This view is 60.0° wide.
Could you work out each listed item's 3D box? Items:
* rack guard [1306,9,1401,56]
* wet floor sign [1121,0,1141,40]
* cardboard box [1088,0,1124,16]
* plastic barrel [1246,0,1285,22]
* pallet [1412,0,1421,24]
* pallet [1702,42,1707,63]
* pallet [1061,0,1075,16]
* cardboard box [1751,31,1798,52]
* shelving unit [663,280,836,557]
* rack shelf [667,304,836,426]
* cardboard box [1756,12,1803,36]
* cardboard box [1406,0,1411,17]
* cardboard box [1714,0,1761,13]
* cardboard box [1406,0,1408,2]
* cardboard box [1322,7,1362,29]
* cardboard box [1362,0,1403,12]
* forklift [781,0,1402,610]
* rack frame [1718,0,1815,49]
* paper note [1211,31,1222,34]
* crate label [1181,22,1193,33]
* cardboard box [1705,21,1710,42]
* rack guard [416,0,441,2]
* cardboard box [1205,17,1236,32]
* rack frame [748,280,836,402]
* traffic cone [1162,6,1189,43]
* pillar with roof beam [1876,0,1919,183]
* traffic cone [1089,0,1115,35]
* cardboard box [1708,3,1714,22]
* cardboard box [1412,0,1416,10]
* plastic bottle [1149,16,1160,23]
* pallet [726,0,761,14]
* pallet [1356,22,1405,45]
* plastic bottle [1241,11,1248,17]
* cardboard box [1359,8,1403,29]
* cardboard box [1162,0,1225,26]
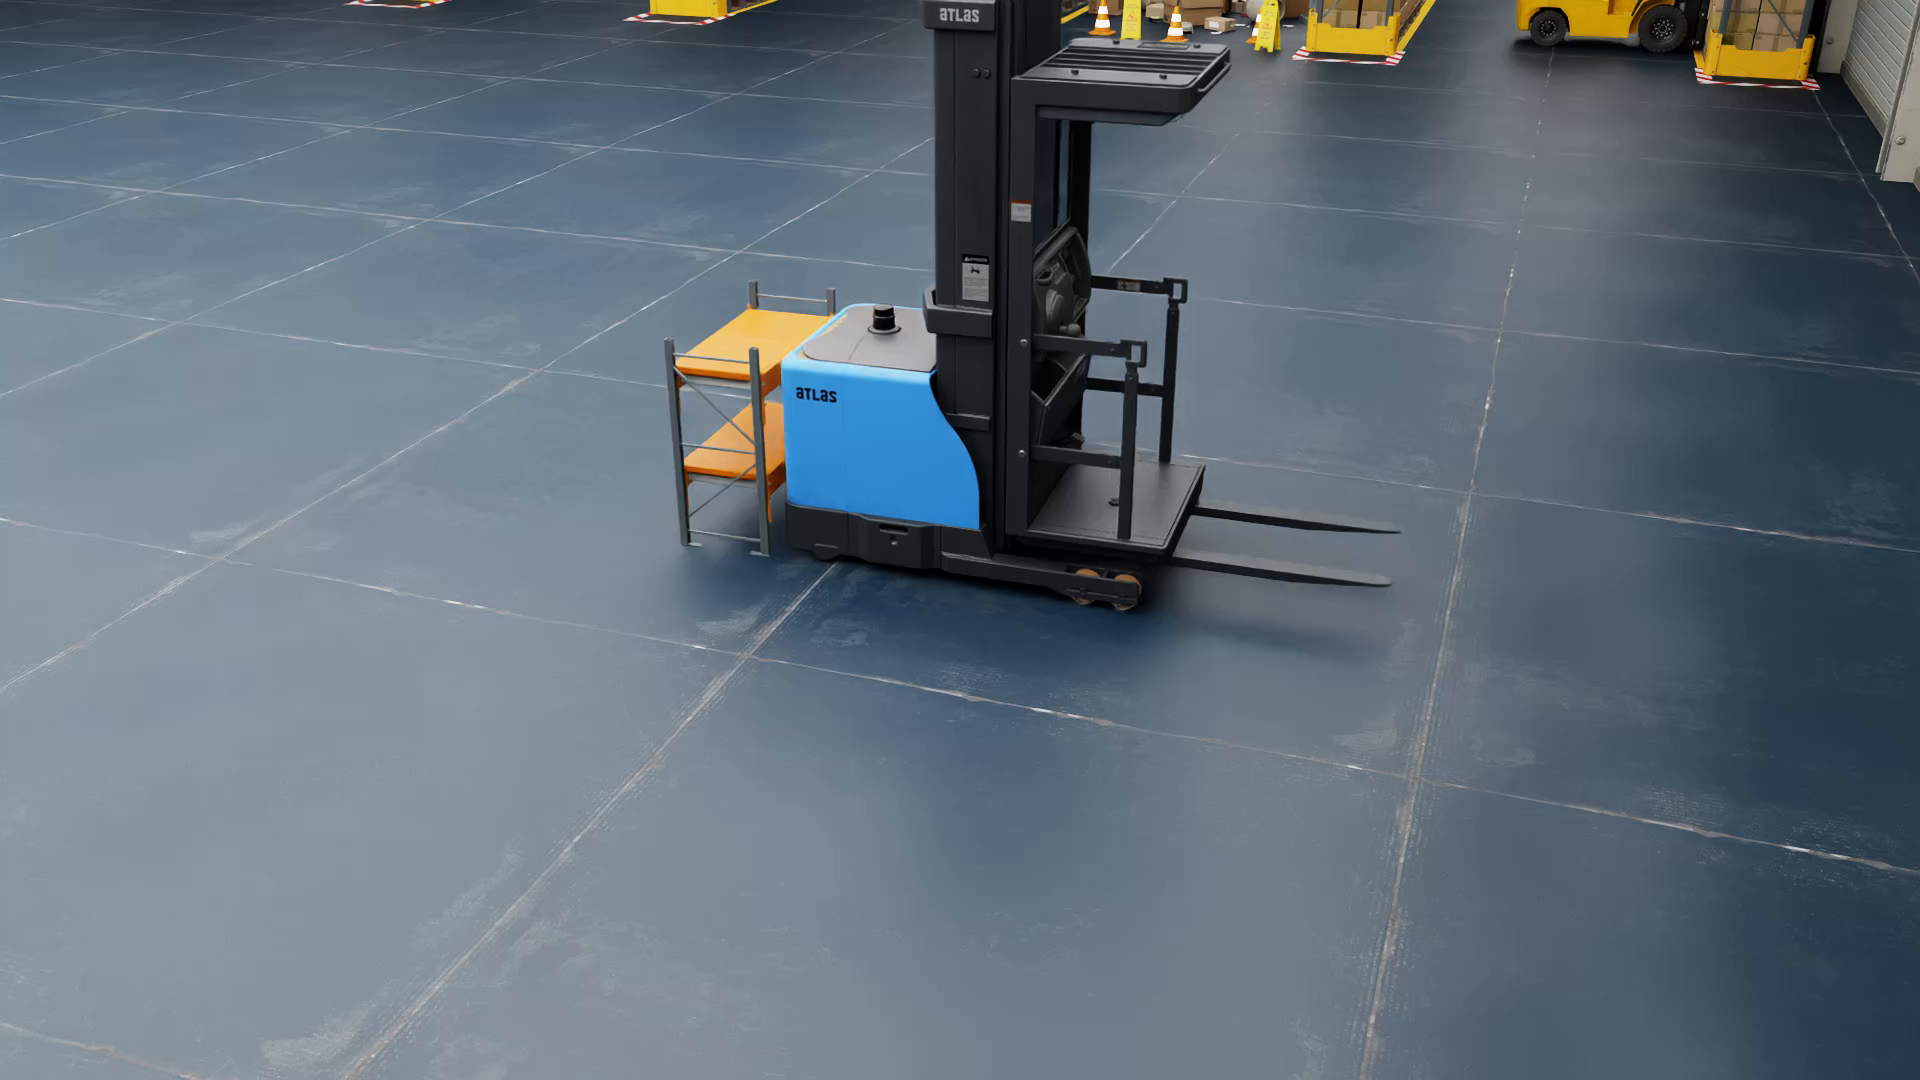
[{"bbox_3d":[5.232,-6.766,22.151,1.175,0.500,0.348,9,27,17],"label":"rack guard"},{"bbox_3d":[2.363,-7.178,22.834,0.267,0.644,0.232,4,26,8],"label":"wet floor sign"},{"bbox_3d":[2.288,-8.270,25.253,0.500,0.500,0.500,14,29,26],"label":"cardboard box"},{"bbox_3d":[4.467,-7.769,24.310,0.421,0.421,0.512,-14,29,-27],"label":"plastic barrel"},{"bbox_3d":[6.348,-7.968,24.964,1.003,0.211,1.213,9,27,17],"label":"pallet"},{"bbox_3d":[10.104,-6.207,21.328,1.003,0.211,1.213,9,27,17],"label":"pallet"},{"bbox_3d":[1.106,-8.121,25.281,1.003,0.211,1.213,9,27,17],"label":"pallet"},{"bbox_3d":[10.237,-6.267,20.924,0.500,0.250,0.500,9,27,18],"label":"cardboard box"},{"bbox_3d":[-1.067,-0.669,8.837,0.538,1.125,1.048,8,27,16],"label":"shelving unit"},{"bbox_3d":[-1.068,-0.932,8.710,0.538,0.278,1.000,8,27,16],"label":"rack shelf"},{"bbox_3d":[10.242,-6.481,20.794,0.500,0.250,0.500,9,27,18],"label":"cardboard box"},{"bbox_3d":[6.083,-7.538,23.549,0.500,0.250,0.500,11,28,21],"label":"cardboard box"},{"bbox_3d":[9.748,-6.778,20.833,0.500,0.250,0.500,10,27,19],"label":"cardboard box"},{"bbox_3d":[6.088,-7.871,23.377,0.500,0.500,0.500,9,27,18],"label":"cardboard box"},{"bbox_3d":[5.230,-7.193,22.837,0.500,0.250,0.500,9,27,17],"label":"cardboard box"},{"bbox_3d":[5.744,-7.450,22.508,0.500,0.500,0.500,8,27,16],"label":"cardboard box"},{"bbox_3d":[0.679,-1.242,7.953,3.031,2.935,1.130,8,27,16],"label":"forklift"},{"bbox_3d":[9.889,-7.142,20.058,1.000,3.000,0.127,9,27,17],"label":"rack frame"},{"bbox_3d":[3.645,-7.201,23.588,0.148,0.019,0.142,0,26,-1],"label":"paper note"},{"bbox_3d":[3.177,-7.289,23.647,0.250,0.136,0.298,-5,26,-9],"label":"crate label"},{"bbox_3d":[9.922,-6.535,21.479,0.500,0.250,0.500,9,27,17],"label":"cardboard box"},{"bbox_3d":[-8.828,-8.929,26.617,1.175,0.500,0.348,9,27,17],"label":"rack guard"},{"bbox_3d":[3.738,-7.408,23.880,0.250,0.149,0.380,-20,33,-36],"label":"cardboard box"},{"bbox_3d":[-0.913,-0.880,9.273,0.500,1.125,0.032,8,27,16],"label":"rack frame"},{"bbox_3d":[2.974,-7.103,22.890,0.336,0.463,0.334,9,27,17],"label":"traffic cone"},{"bbox_3d":[4.915,-8.156,15.269,9.100,9.000,0.400,9,27,17],"label":"pillar with roof beam"},{"bbox_3d":[2.021,-7.407,23.517,0.336,0.463,0.334,9,27,17],"label":"traffic cone"},{"bbox_3d":[9.933,-6.768,21.386,0.500,0.250,0.500,8,27,17],"label":"cardboard box"},{"bbox_3d":[6.427,-7.953,24.407,0.500,0.250,0.500,8,27,16],"label":"cardboard box"},{"bbox_3d":[2.872,-7.698,24.578,0.133,0.061,0.283,0,26,-1],"label":"plastic bottle"},{"bbox_3d":[-3.809,-8.402,25.861,1.003,0.211,1.213,9,27,17],"label":"pallet"},{"bbox_3d":[5.536,-6.965,22.893,1.003,0.211,1.213,9,27,17],"label":"pallet"},{"bbox_3d":[4.340,-7.923,25.044,0.133,0.061,0.283,14,29,26],"label":"plastic bottle"},{"bbox_3d":[5.736,-7.103,22.652,0.500,0.250,0.500,9,27,17],"label":"cardboard box"},{"bbox_3d":[3.404,-7.826,24.335,0.797,0.503,0.637,-9,27,-18],"label":"cardboard box"}]
